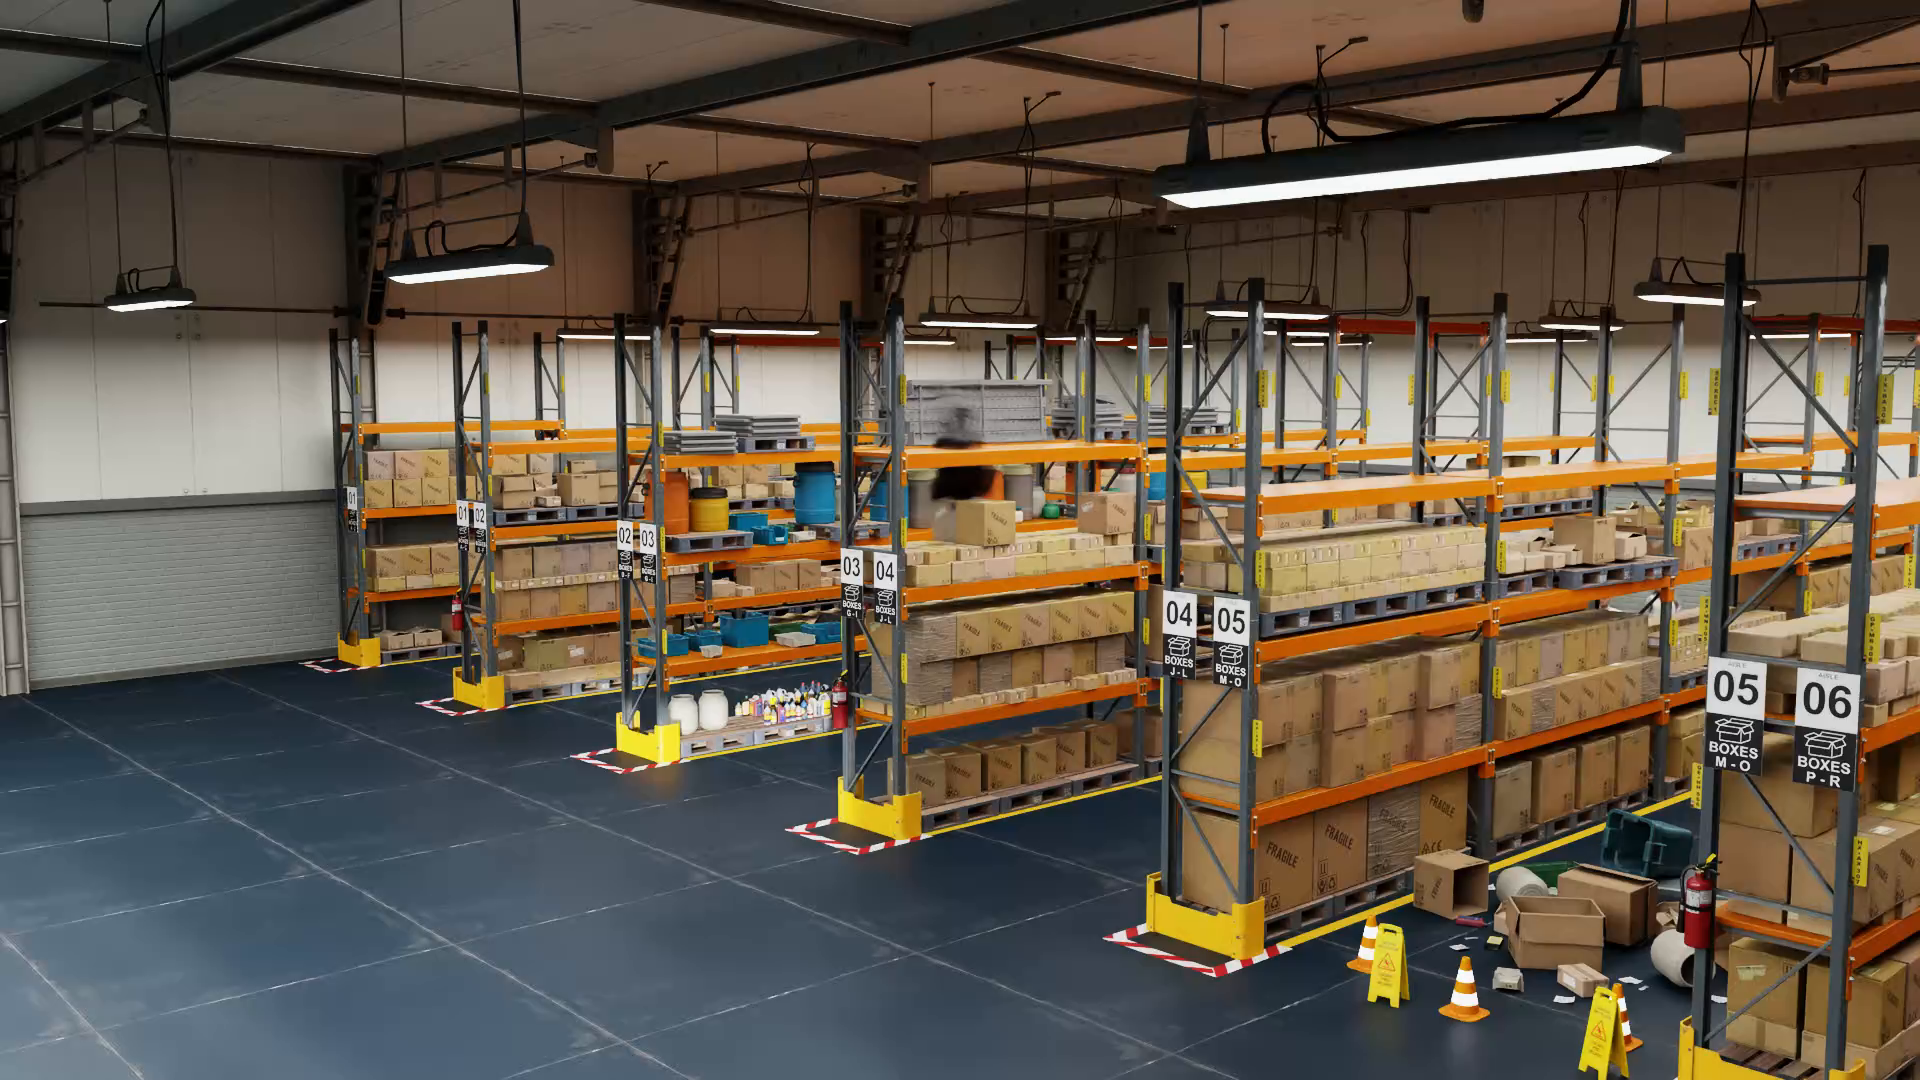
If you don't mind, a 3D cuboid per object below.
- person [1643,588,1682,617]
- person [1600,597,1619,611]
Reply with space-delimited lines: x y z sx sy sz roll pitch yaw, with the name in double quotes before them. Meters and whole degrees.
"person" 11.994 1.510 28.318 0.682 1.763 0.641 2 6 18
"person" 10.260 1.689 26.579 0.689 1.717 0.685 5 7 39
